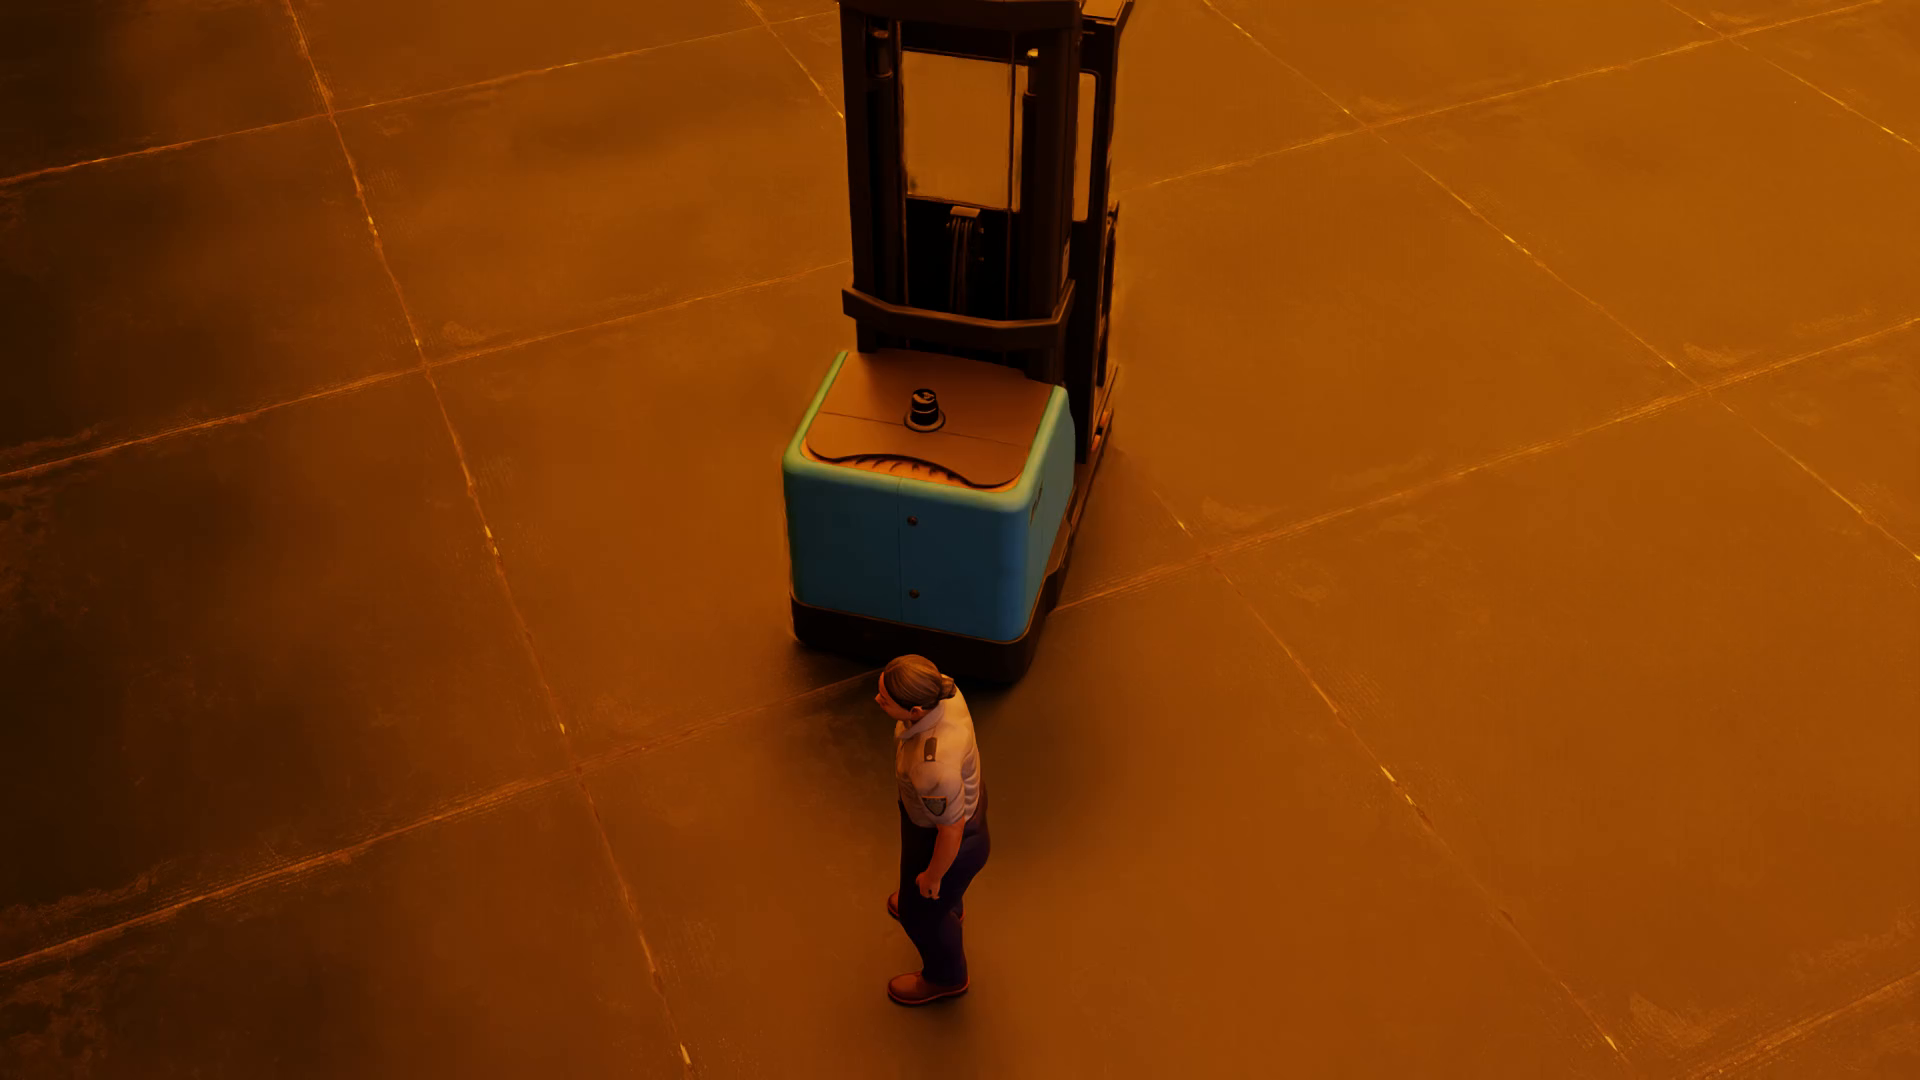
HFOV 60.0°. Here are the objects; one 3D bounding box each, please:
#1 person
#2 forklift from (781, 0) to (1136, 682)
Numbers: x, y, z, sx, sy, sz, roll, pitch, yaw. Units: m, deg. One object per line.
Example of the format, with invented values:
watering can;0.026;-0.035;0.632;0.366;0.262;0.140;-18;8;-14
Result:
person;-0.086;0.943;5.613;0.369;1.646;0.557;-1;43;-1
forklift;0.142;-1.487;7.273;1.130;2.935;3.031;10;44;11
